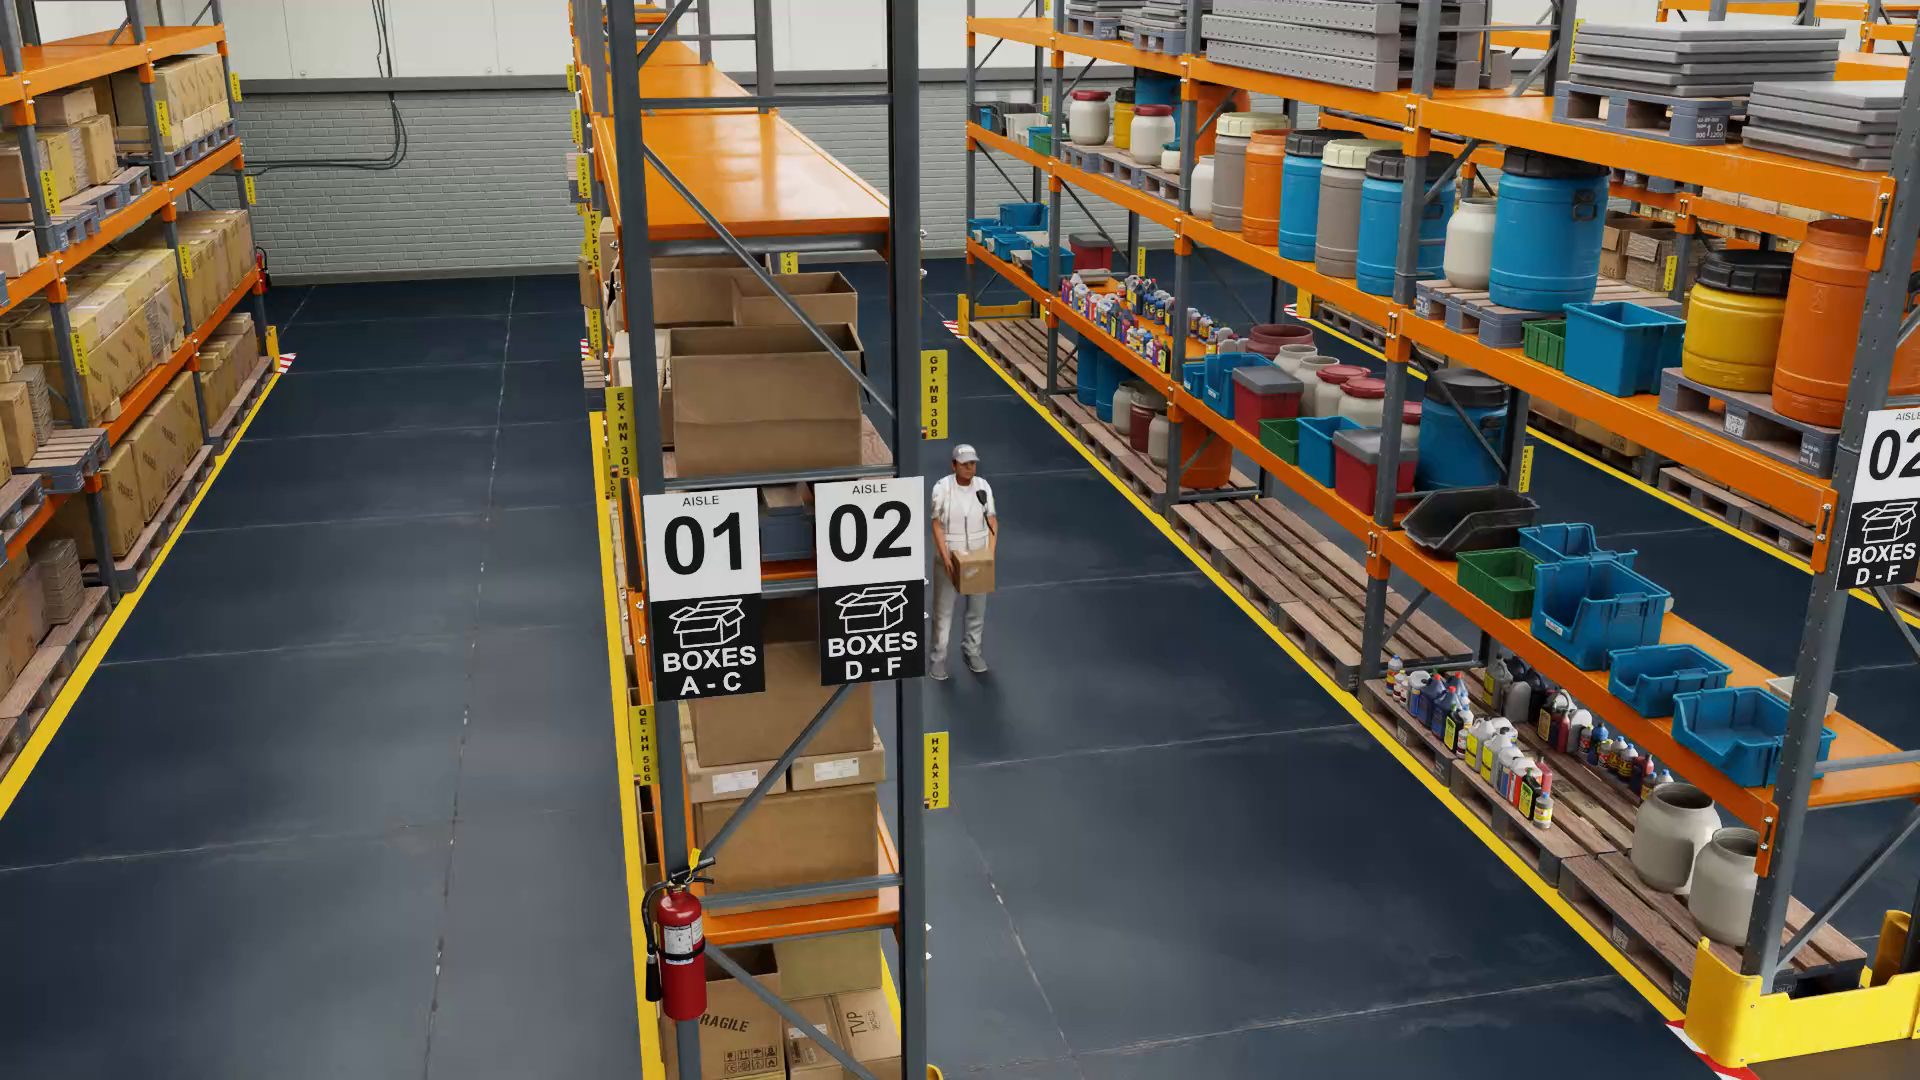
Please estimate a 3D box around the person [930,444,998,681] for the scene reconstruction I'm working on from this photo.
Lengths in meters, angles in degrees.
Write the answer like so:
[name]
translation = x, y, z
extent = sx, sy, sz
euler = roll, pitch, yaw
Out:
[person]
translation = 0.016, 0.145, 11.927
extent = 0.536, 1.671, 0.457
euler = -5, 20, -12
